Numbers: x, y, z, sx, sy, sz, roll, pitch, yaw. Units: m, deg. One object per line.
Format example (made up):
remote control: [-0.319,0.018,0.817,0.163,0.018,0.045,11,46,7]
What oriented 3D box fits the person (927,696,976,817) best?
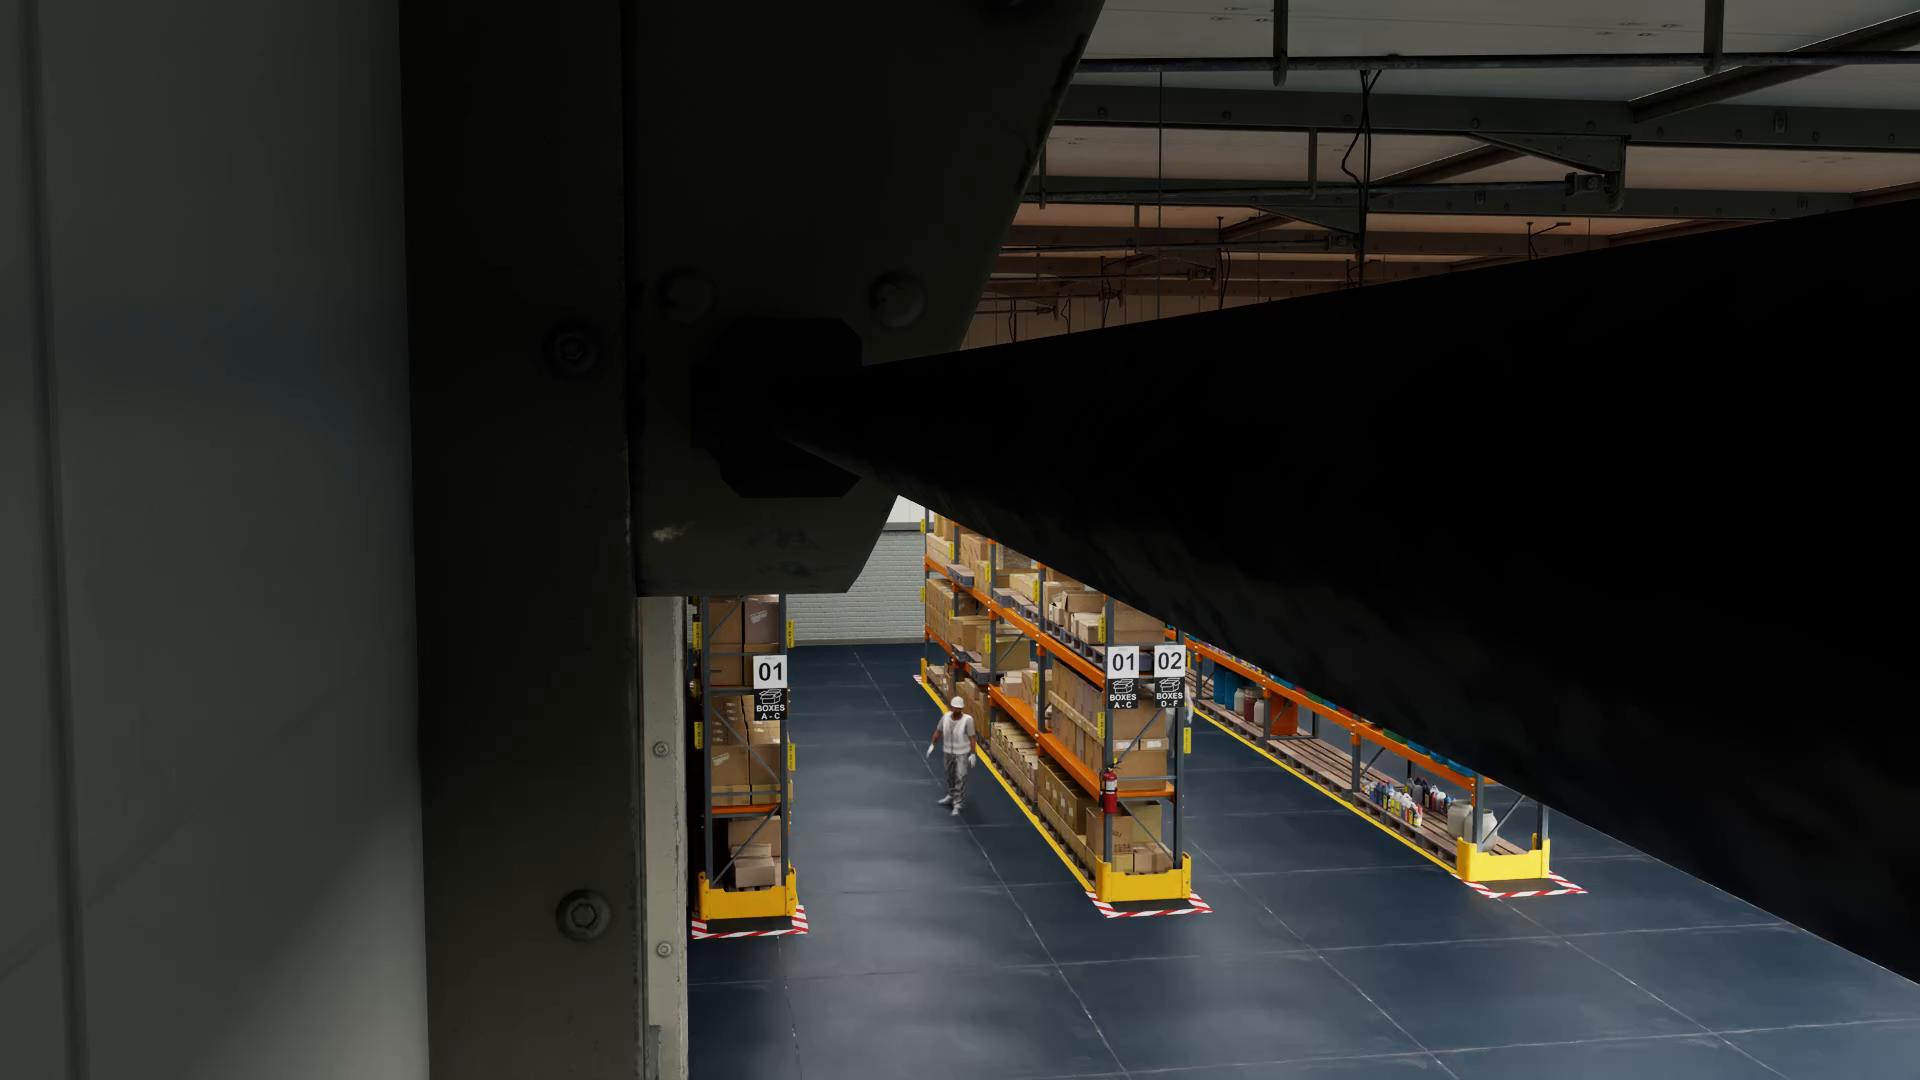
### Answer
person: [-0.114,3.239,25.227,0.757,1.775,0.768,2,6,26]

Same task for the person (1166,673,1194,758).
person: [3.720,3.010,28.670,0.602,1.570,0.608,0,5,4]
